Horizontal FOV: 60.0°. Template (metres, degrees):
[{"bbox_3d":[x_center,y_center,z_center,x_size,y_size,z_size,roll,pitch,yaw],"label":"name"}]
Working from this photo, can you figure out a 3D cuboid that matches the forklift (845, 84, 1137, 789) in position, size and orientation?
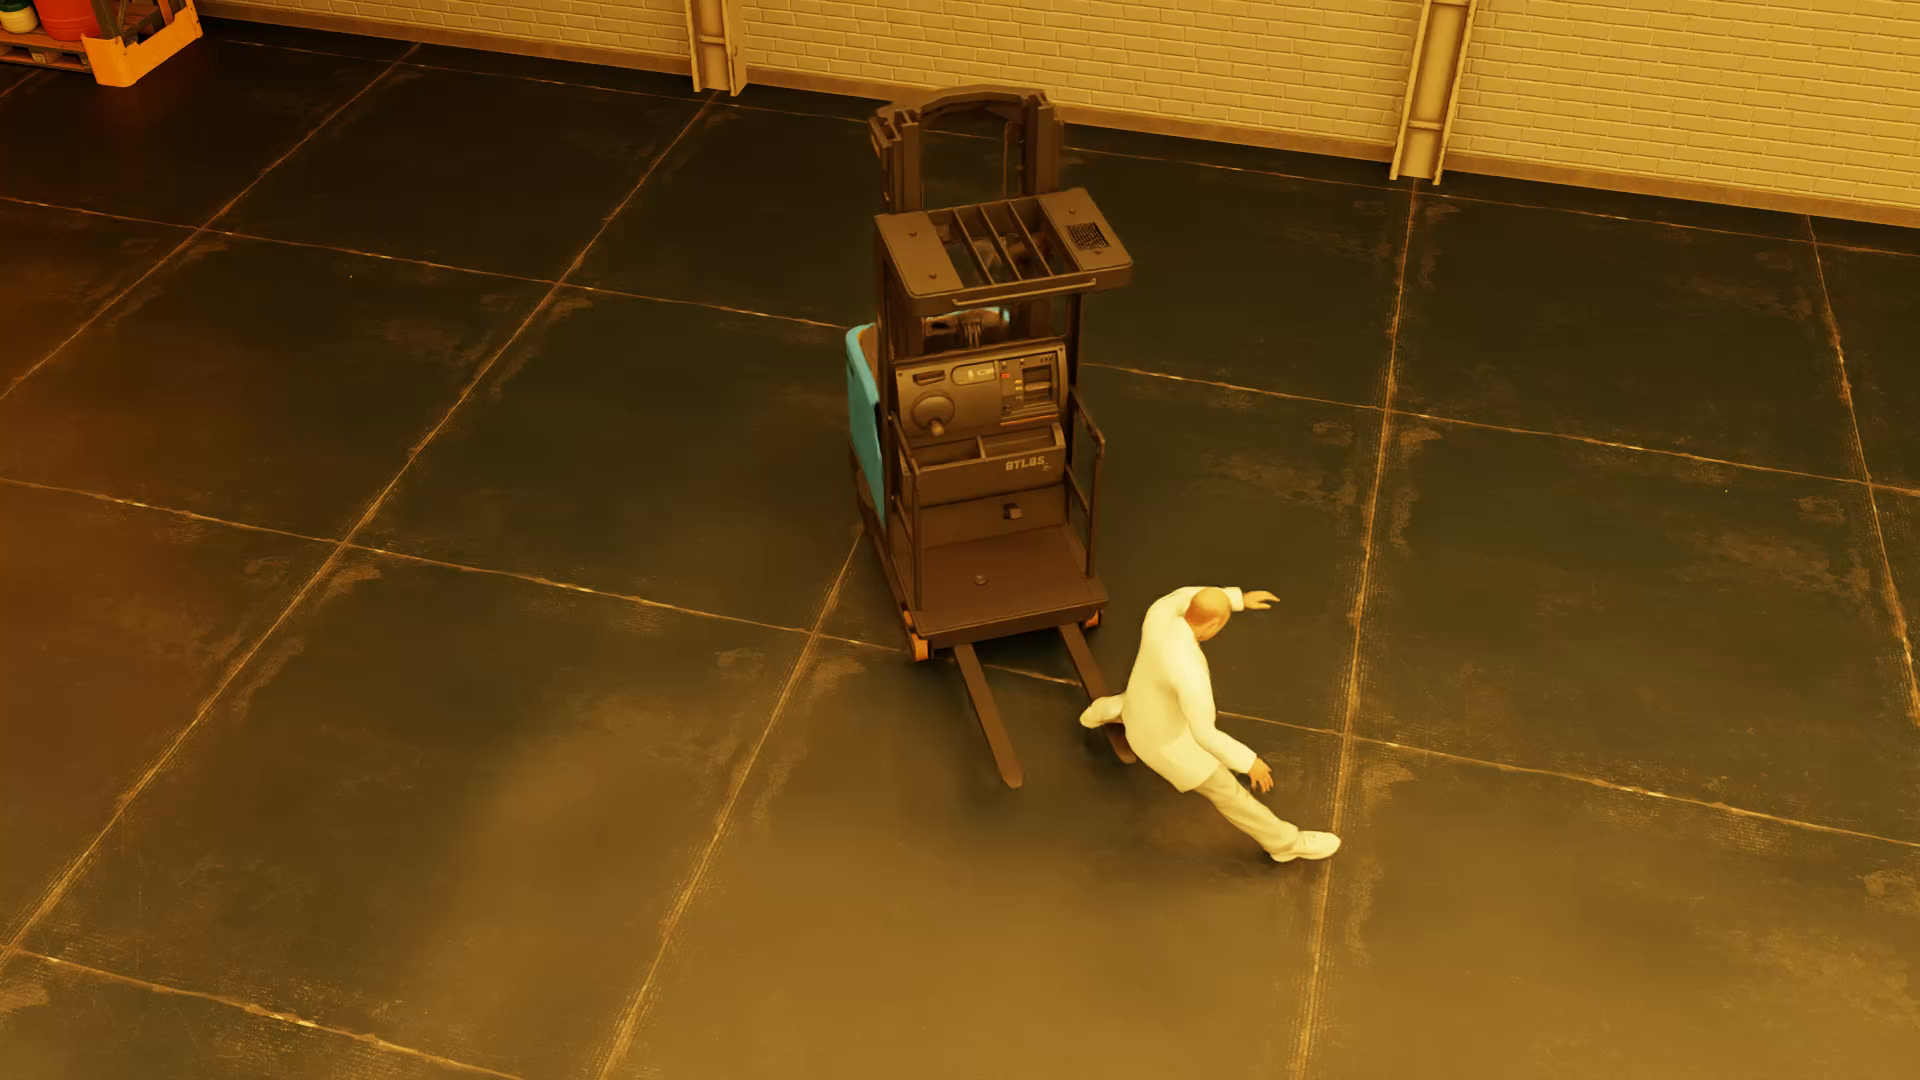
[{"bbox_3d":[0.178,-0.712,8.674,1.130,2.935,3.031,-10,42,-11],"label":"forklift"}]

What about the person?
[{"bbox_3d":[1.231,0.793,8.049,1.164,1.445,1.027,-3,41,-3],"label":"person"}]
